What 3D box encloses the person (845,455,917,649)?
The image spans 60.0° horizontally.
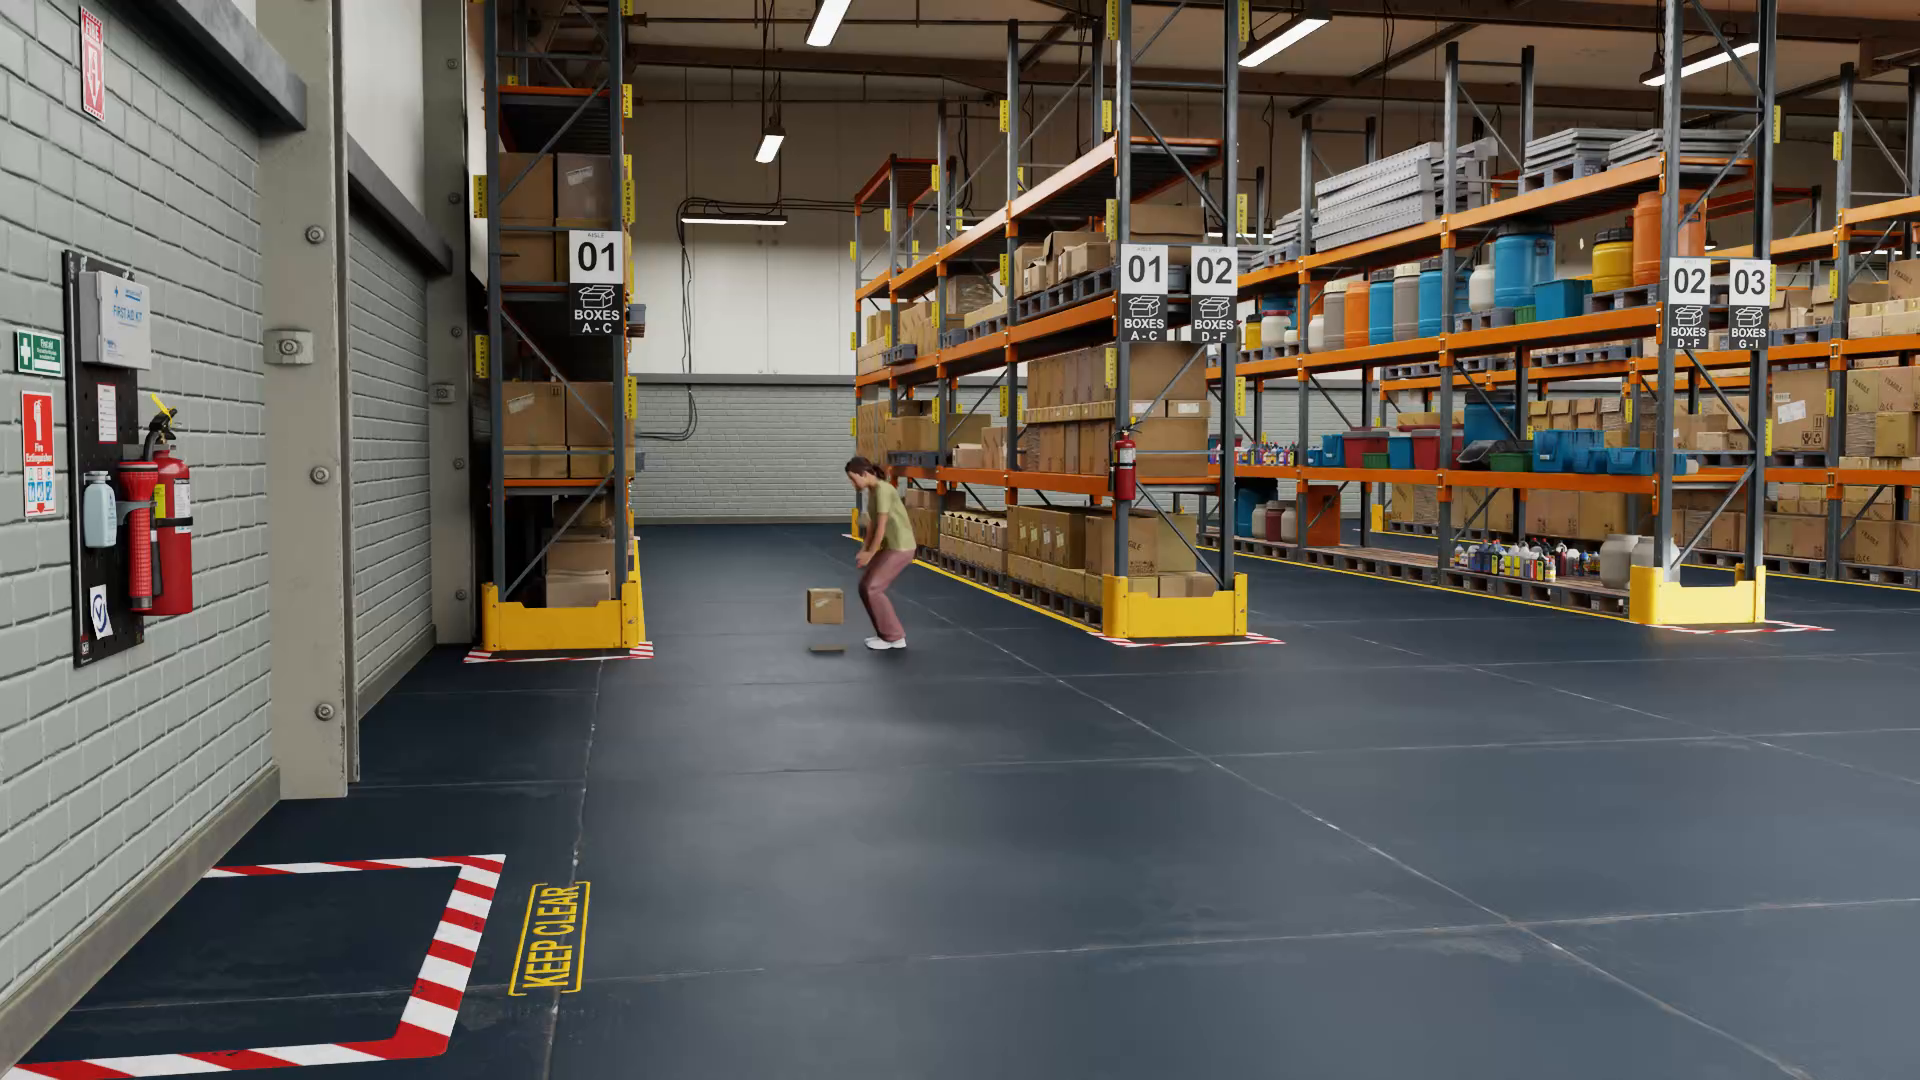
[{"bbox_3d":[-0.610,0.185,12.861,0.554,1.308,0.502,-1,3,-10],"label":"person"}]
